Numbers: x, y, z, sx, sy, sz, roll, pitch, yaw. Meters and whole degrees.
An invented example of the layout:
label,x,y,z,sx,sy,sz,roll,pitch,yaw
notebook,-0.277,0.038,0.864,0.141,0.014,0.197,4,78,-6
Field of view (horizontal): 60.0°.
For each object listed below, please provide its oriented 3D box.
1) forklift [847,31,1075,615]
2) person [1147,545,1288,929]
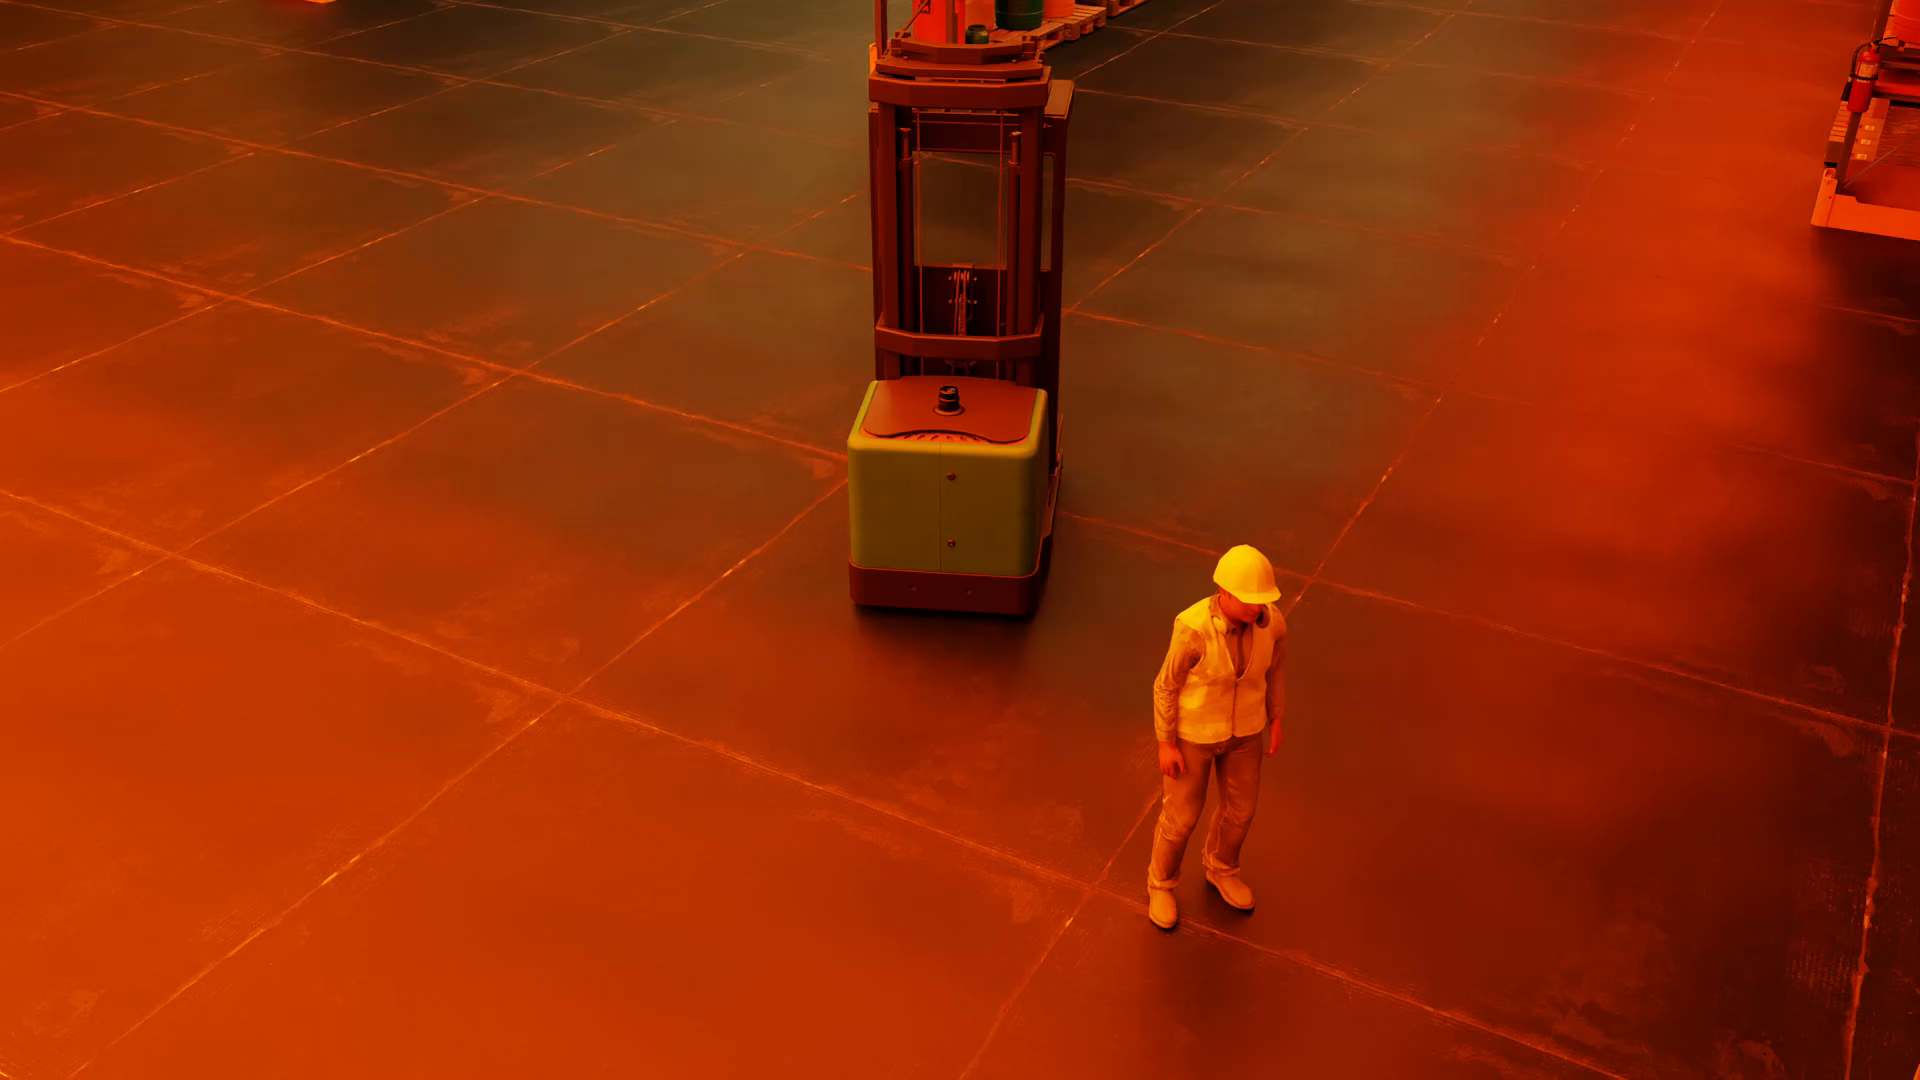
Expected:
label,x,y,z,sx,sy,sz,roll,pitch,yaw
forklift,0.072,-1.572,9.794,1.130,2.935,3.031,3,30,6
person,1.068,0.782,6.875,0.592,1.773,0.457,-10,32,-17
